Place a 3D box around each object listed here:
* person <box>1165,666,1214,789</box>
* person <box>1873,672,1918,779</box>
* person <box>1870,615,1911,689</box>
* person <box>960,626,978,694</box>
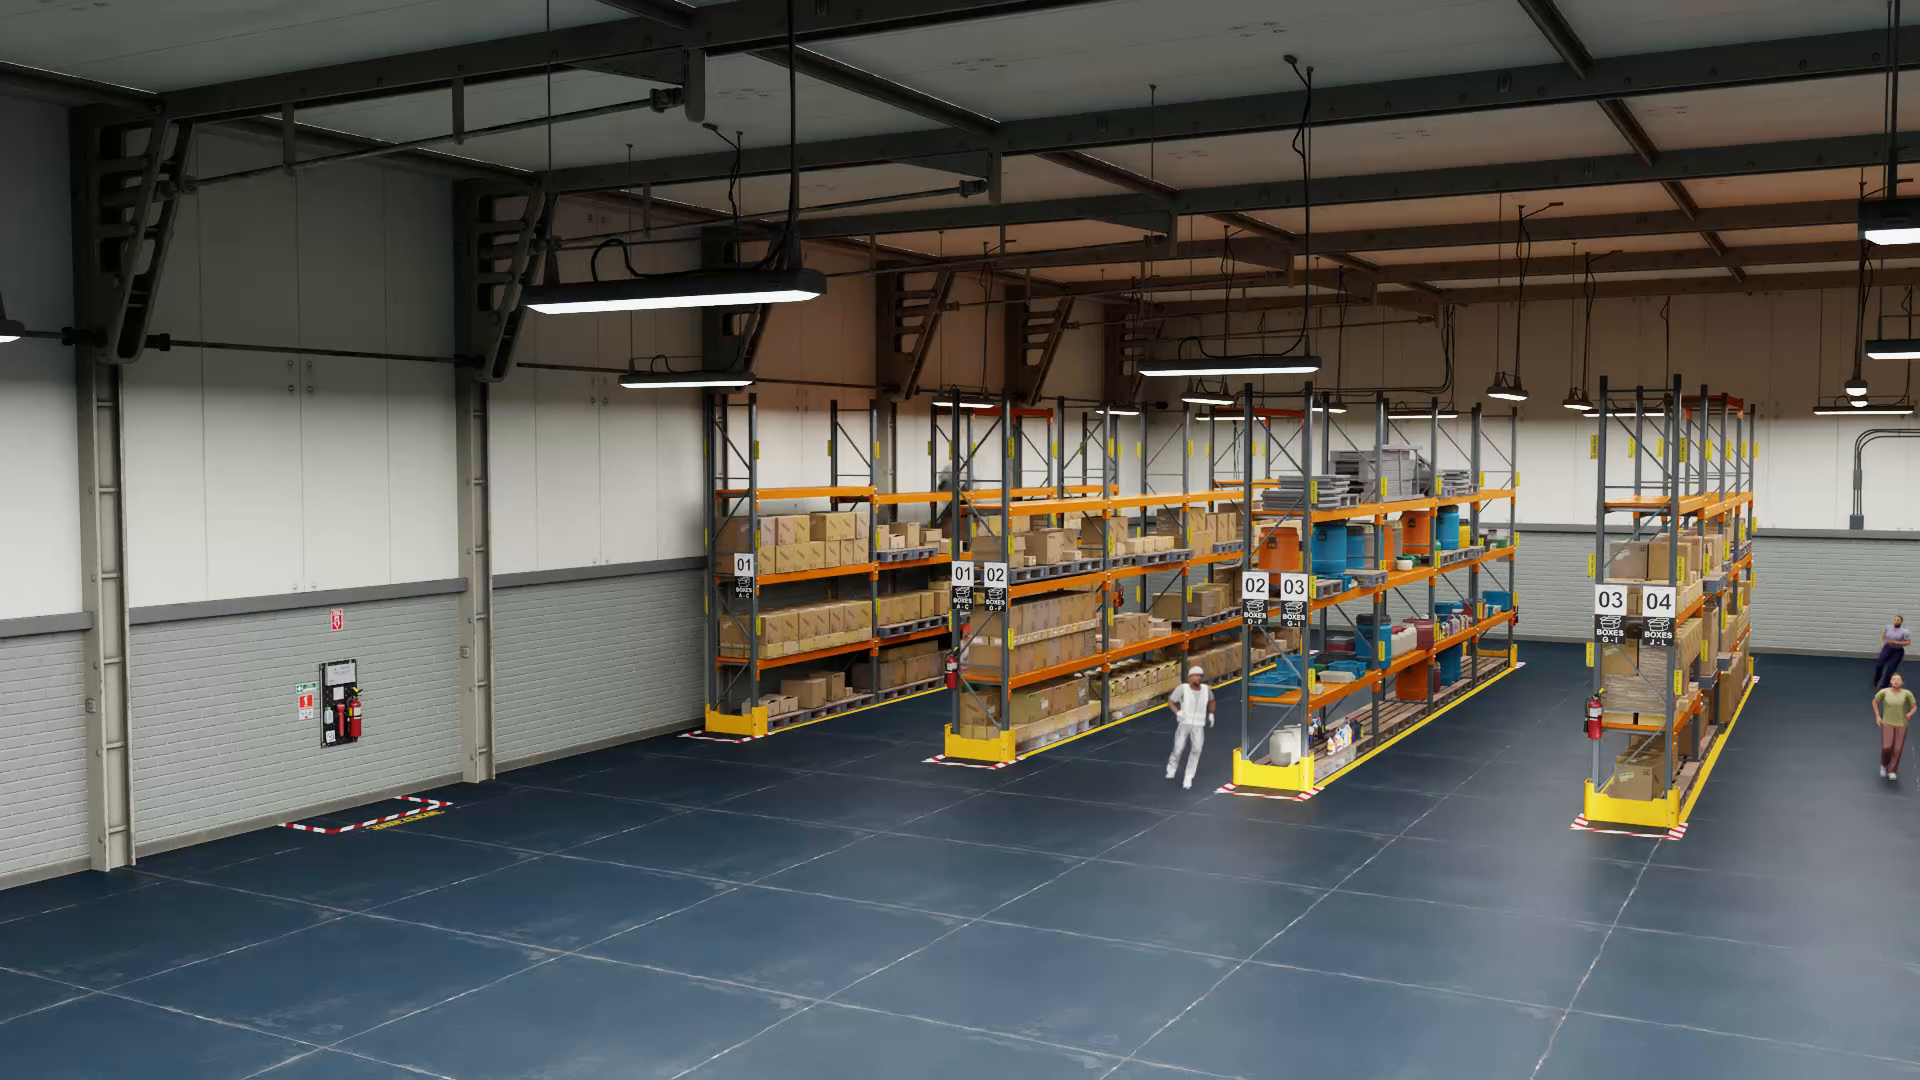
[{"bbox_3d":[3.472,2.786,24.898,0.745,1.804,0.710,0,3,-2],"label":"person"},{"bbox_3d":[14.171,2.816,25.194,0.587,1.637,0.549,1,3,23],"label":"person"},{"bbox_3d":[19.354,2.346,34.588,0.568,1.572,0.750,-3,4,-45],"label":"person"},{"bbox_3d":[0.125,2.452,30.321,0.663,1.766,0.997,1,3,23],"label":"person"}]
